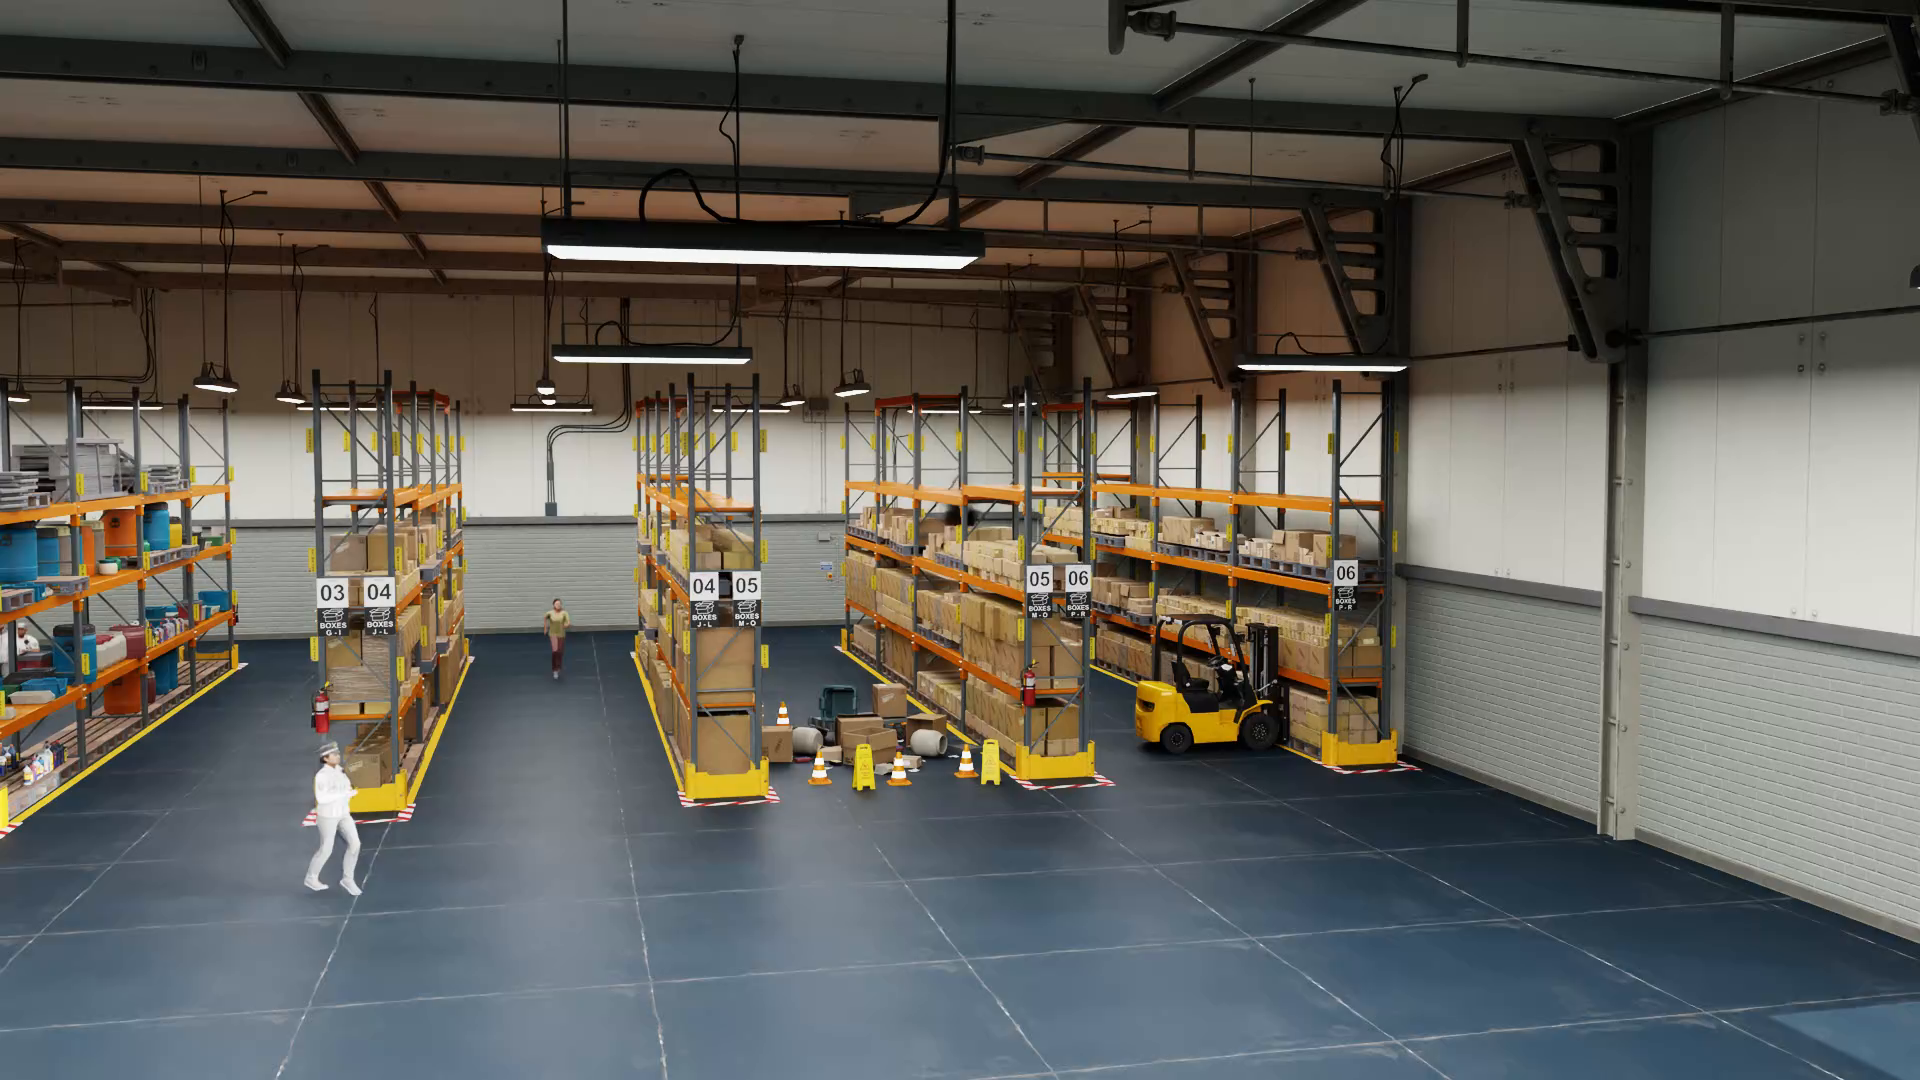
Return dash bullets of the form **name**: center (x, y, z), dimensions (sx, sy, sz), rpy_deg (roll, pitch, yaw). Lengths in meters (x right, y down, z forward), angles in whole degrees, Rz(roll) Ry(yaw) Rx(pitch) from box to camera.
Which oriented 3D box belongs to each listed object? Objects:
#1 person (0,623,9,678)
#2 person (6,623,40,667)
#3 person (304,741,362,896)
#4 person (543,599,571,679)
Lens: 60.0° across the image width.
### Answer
- **person**: center (-18.025, 2.313, 31.246), dimensions (0.639, 1.825, 0.734), rpy_deg (-1, 4, -24)
- **person**: center (-17.442, 2.366, 30.937), dimensions (0.601, 1.667, 0.915), rpy_deg (-1, 4, -20)
- **person**: center (-6.931, 3.091, 18.427), dimensions (0.712, 1.747, 0.560), rpy_deg (1, 3, 16)
- **person**: center (-8.643, 2.108, 35.718), dimensions (0.543, 1.714, 0.782), rpy_deg (-1, 4, -23)
